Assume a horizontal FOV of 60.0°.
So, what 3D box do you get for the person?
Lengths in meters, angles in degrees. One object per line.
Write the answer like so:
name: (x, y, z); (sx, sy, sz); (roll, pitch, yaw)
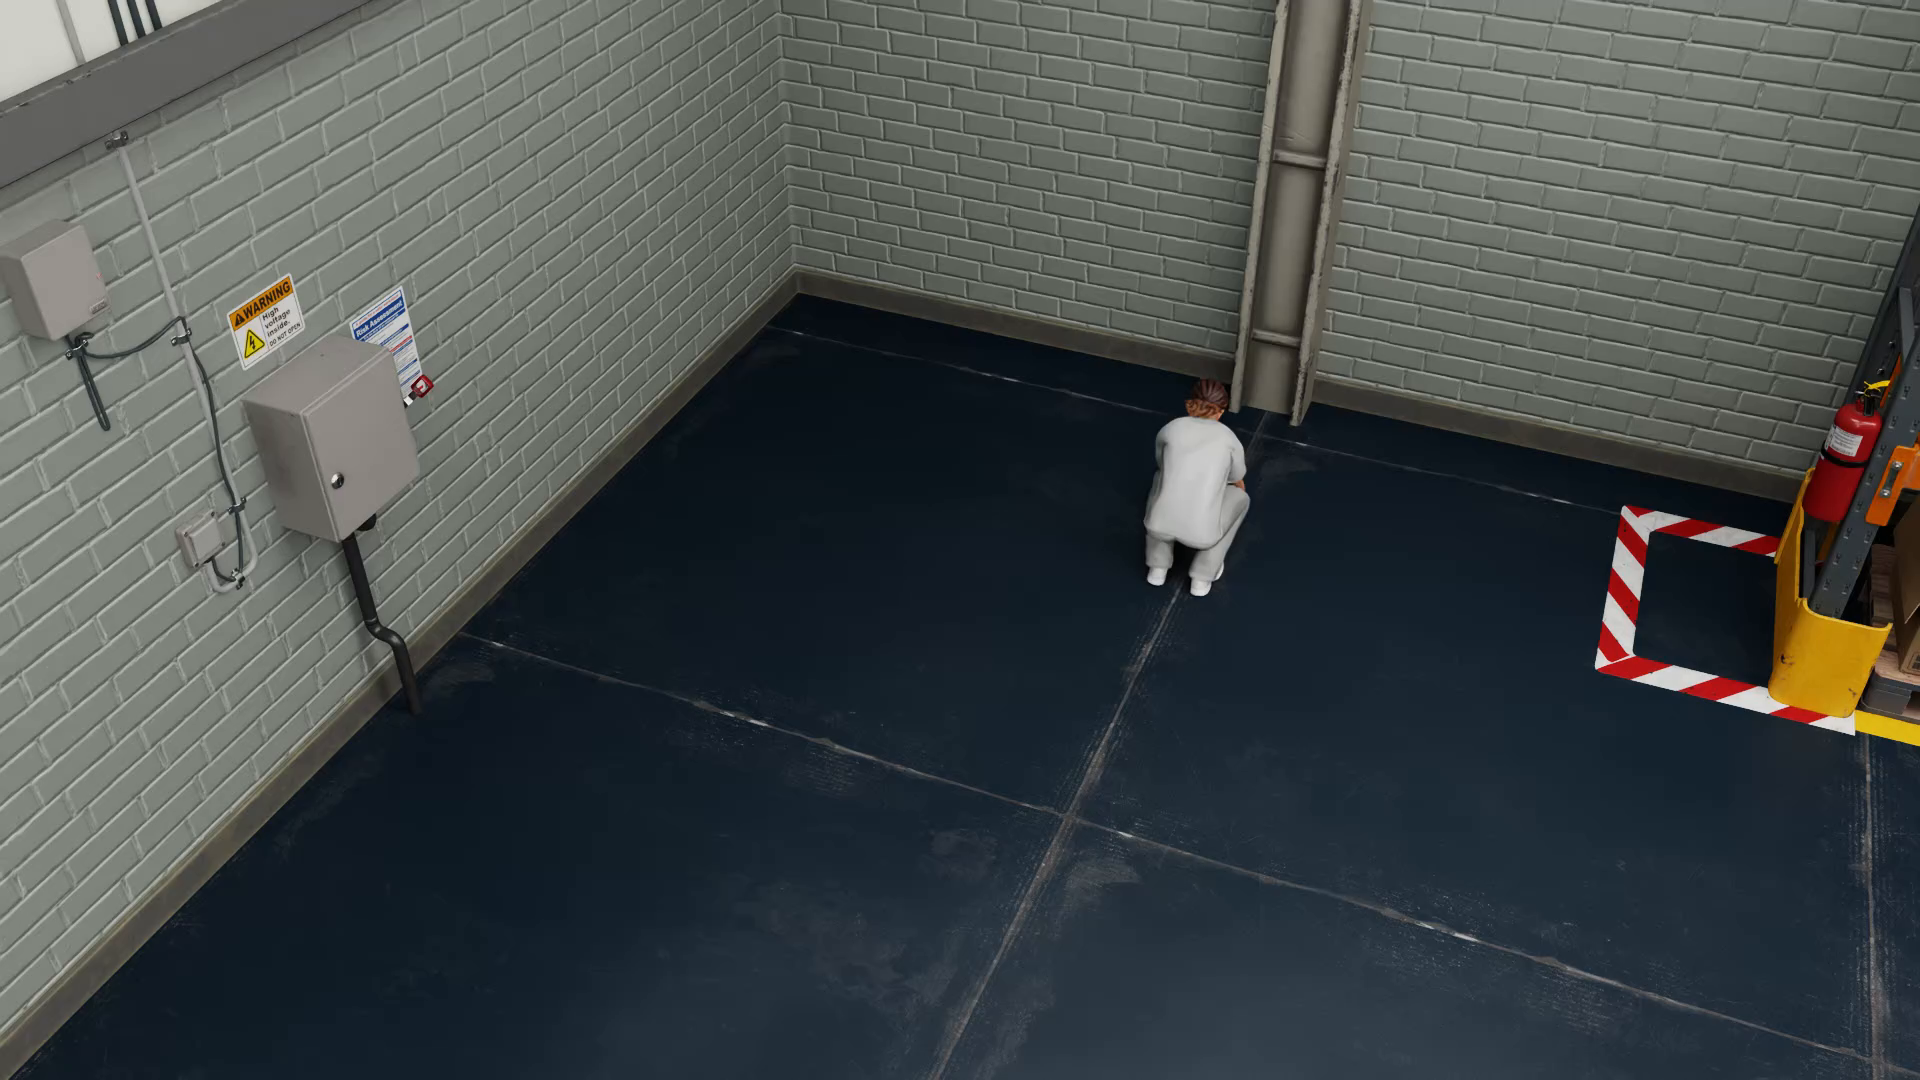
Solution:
person: (1.108, -0.239, 7.831); (0.483, 0.824, 0.801); (14, 40, 18)
